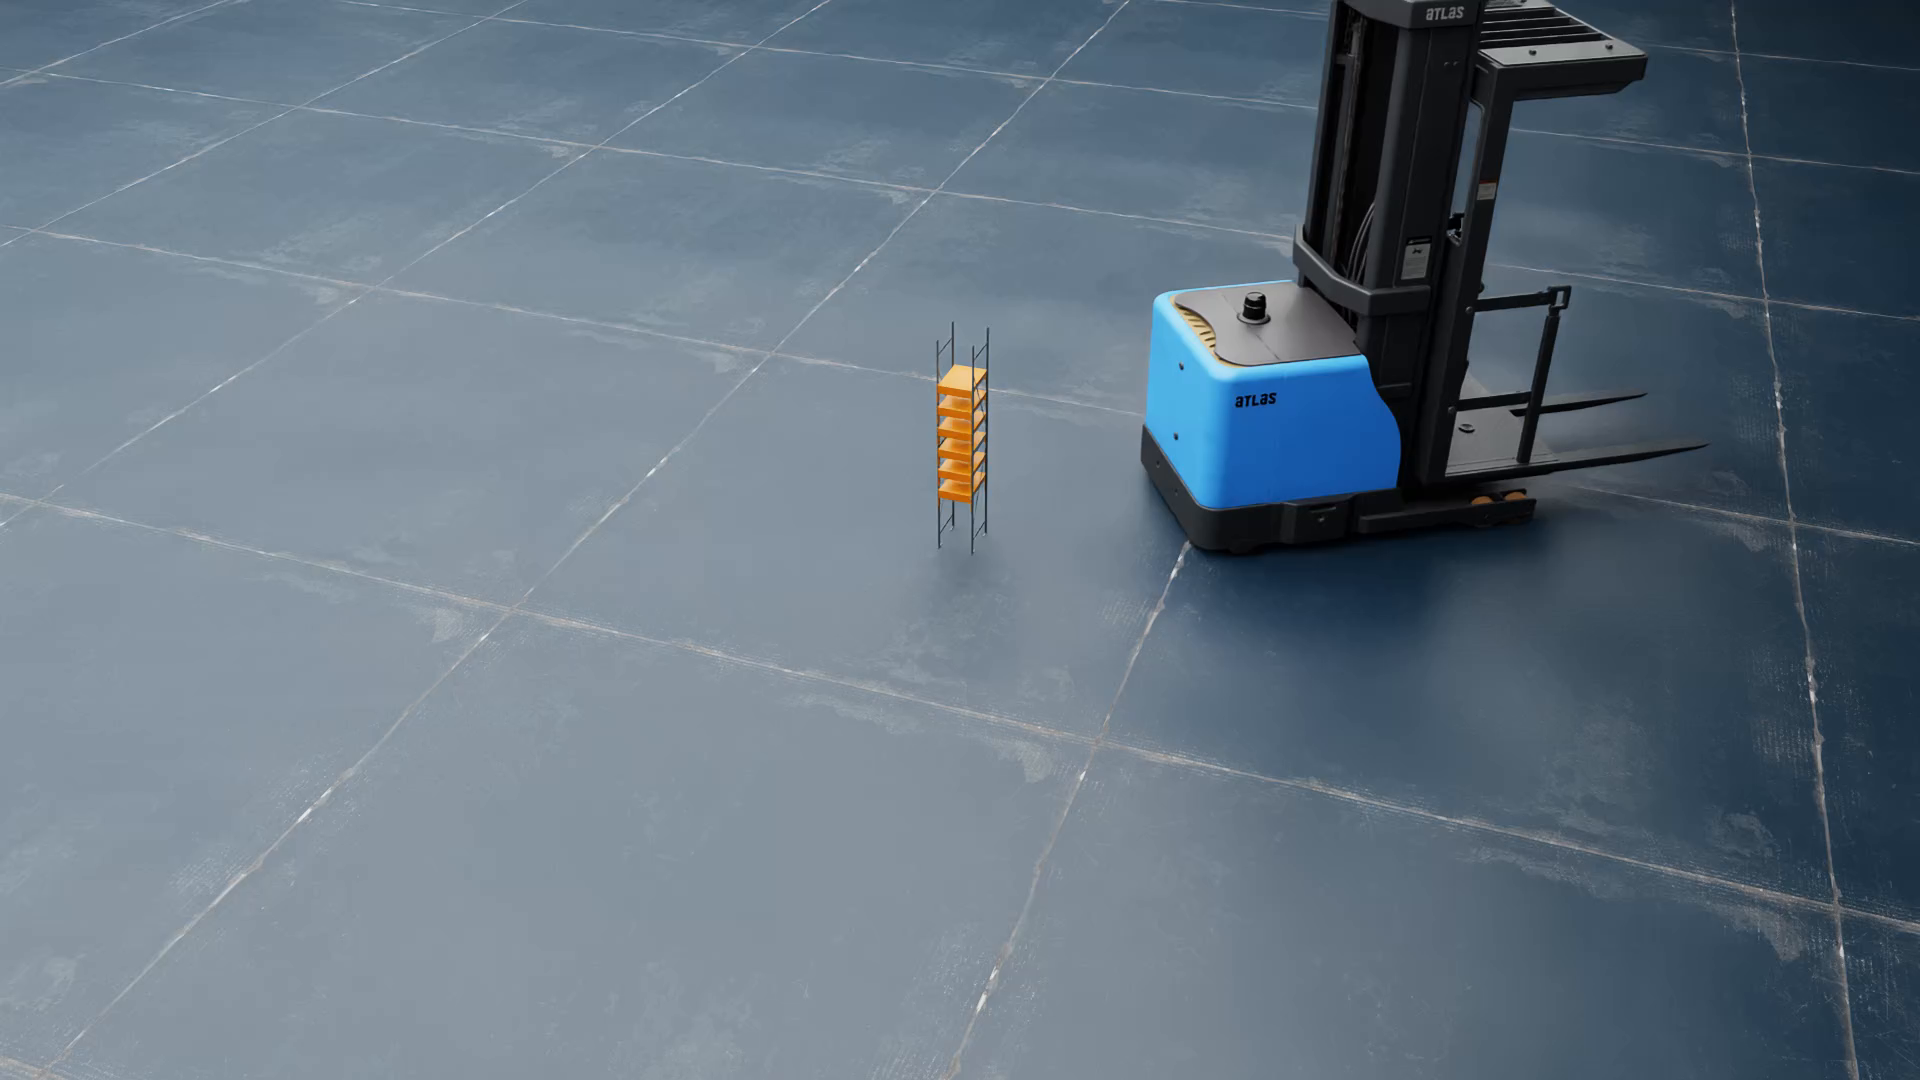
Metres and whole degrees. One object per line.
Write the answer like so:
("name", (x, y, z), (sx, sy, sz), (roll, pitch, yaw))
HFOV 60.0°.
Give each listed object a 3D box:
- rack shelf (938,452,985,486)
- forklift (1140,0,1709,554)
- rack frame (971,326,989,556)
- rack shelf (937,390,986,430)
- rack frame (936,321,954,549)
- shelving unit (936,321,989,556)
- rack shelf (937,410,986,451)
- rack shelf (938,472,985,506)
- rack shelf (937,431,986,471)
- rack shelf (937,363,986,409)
("rack shelf", (0.014, -0.363, 8.510), (0.180, 0.103, 0.258), (11, 34, 16))
("forklift", (2.582, -1.568, 8.476), (3.031, 2.935, 1.130), (-7, 34, -11))
("rack frame", (0.100, -0.485, 8.395), (0.006, 1.200, 0.240), (11, 34, 16))
("rack shelf", (0.014, -0.666, 8.314), (0.180, 0.103, 0.258), (11, 34, 16))
("rack frame", (-0.073, -0.518, 8.446), (0.006, 1.200, 0.240), (11, 34, 16))
("shelving unit", (0.014, -0.501, 8.420), (0.189, 1.200, 0.258), (11, 34, 16))
("rack shelf", (0.014, -0.565, 8.379), (0.180, 0.103, 0.258), (11, 34, 16))
("rack shelf", (0.014, -0.262, 8.575), (0.180, 0.103, 0.258), (11, 34, 16))
("rack shelf", (0.014, -0.464, 8.445), (0.180, 0.103, 0.258), (11, 34, 16))
("rack shelf", (0.014, -0.767, 8.249), (0.180, 0.103, 0.258), (11, 34, 16))
